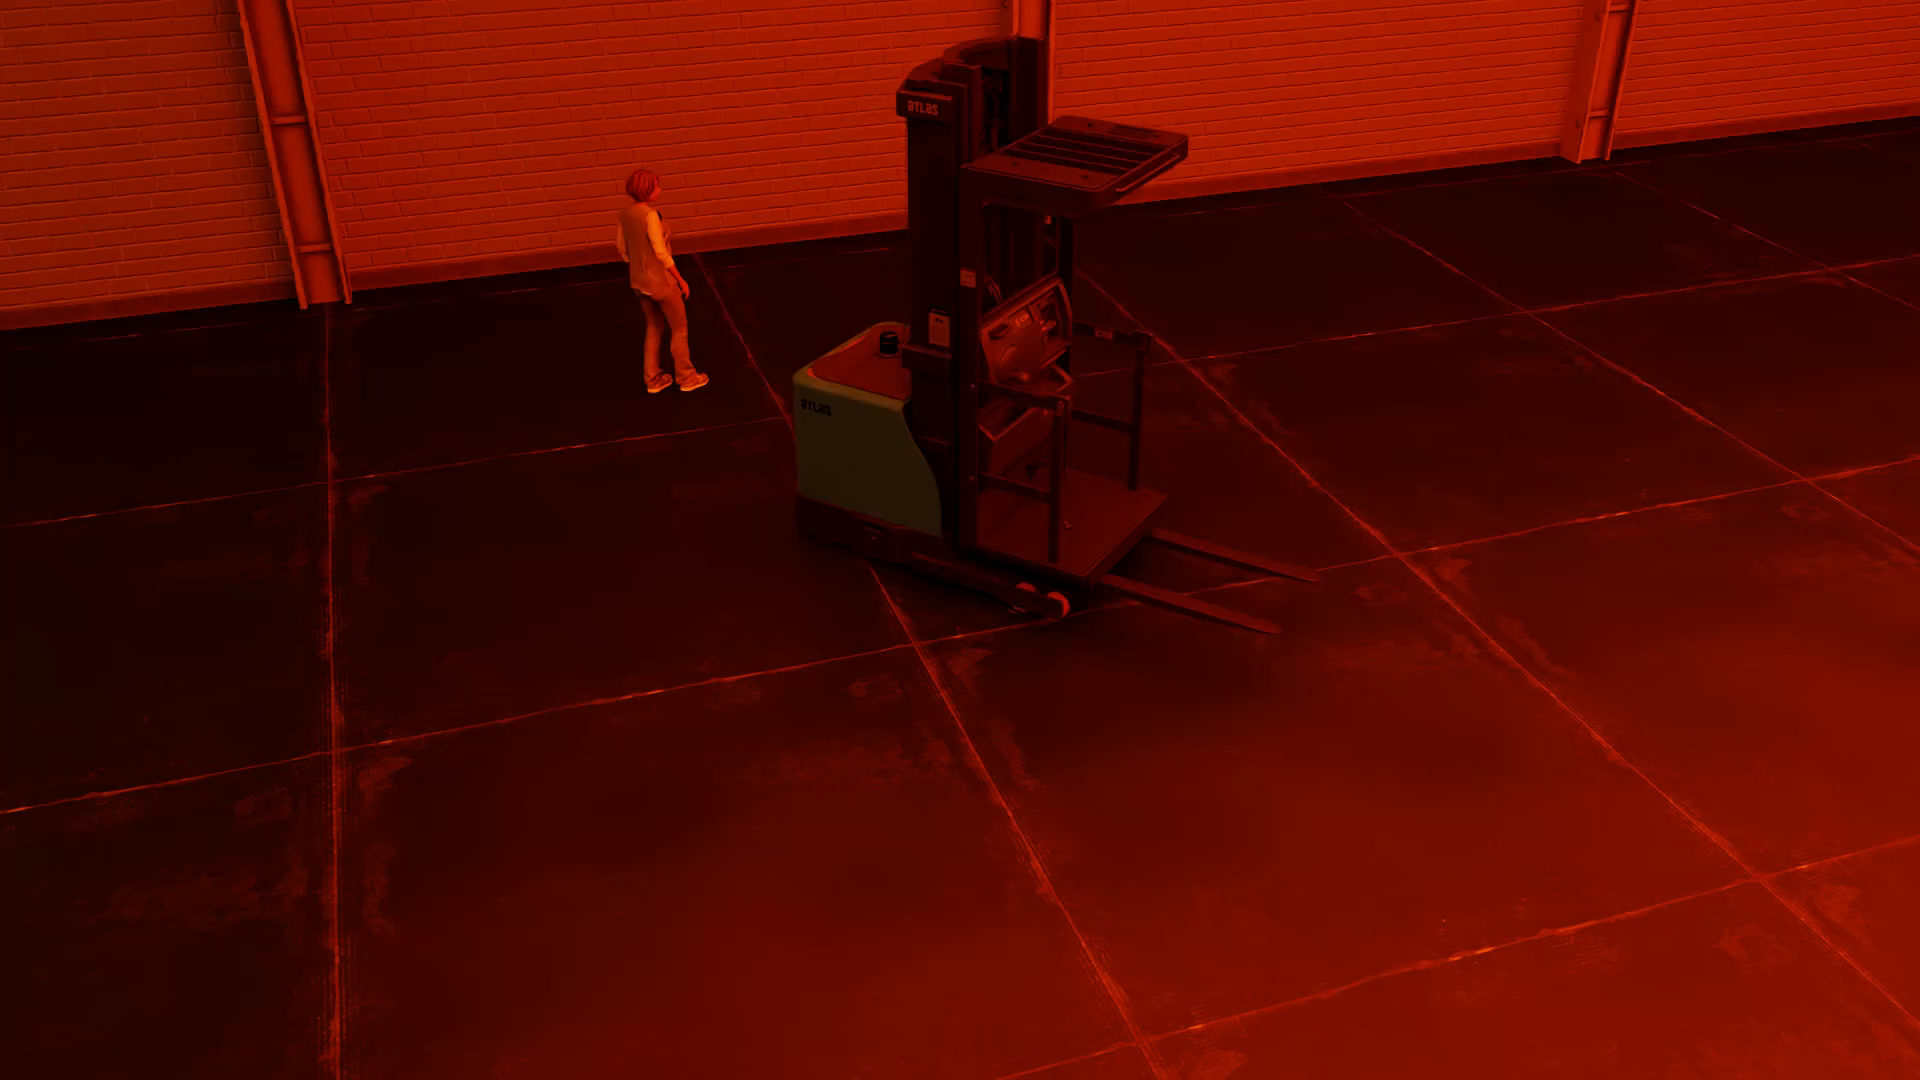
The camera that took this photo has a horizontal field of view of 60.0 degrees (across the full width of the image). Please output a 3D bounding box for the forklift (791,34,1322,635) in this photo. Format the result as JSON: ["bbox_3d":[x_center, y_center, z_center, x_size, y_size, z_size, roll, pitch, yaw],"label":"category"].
[{"bbox_3d":[0.541,-1.118,9.030,3.031,2.935,1.130,17,34,27],"label":"forklift"}]

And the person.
[{"bbox_3d":[-2.069,-1.797,11.554,0.590,1.596,0.449,20,36,31],"label":"person"}]
